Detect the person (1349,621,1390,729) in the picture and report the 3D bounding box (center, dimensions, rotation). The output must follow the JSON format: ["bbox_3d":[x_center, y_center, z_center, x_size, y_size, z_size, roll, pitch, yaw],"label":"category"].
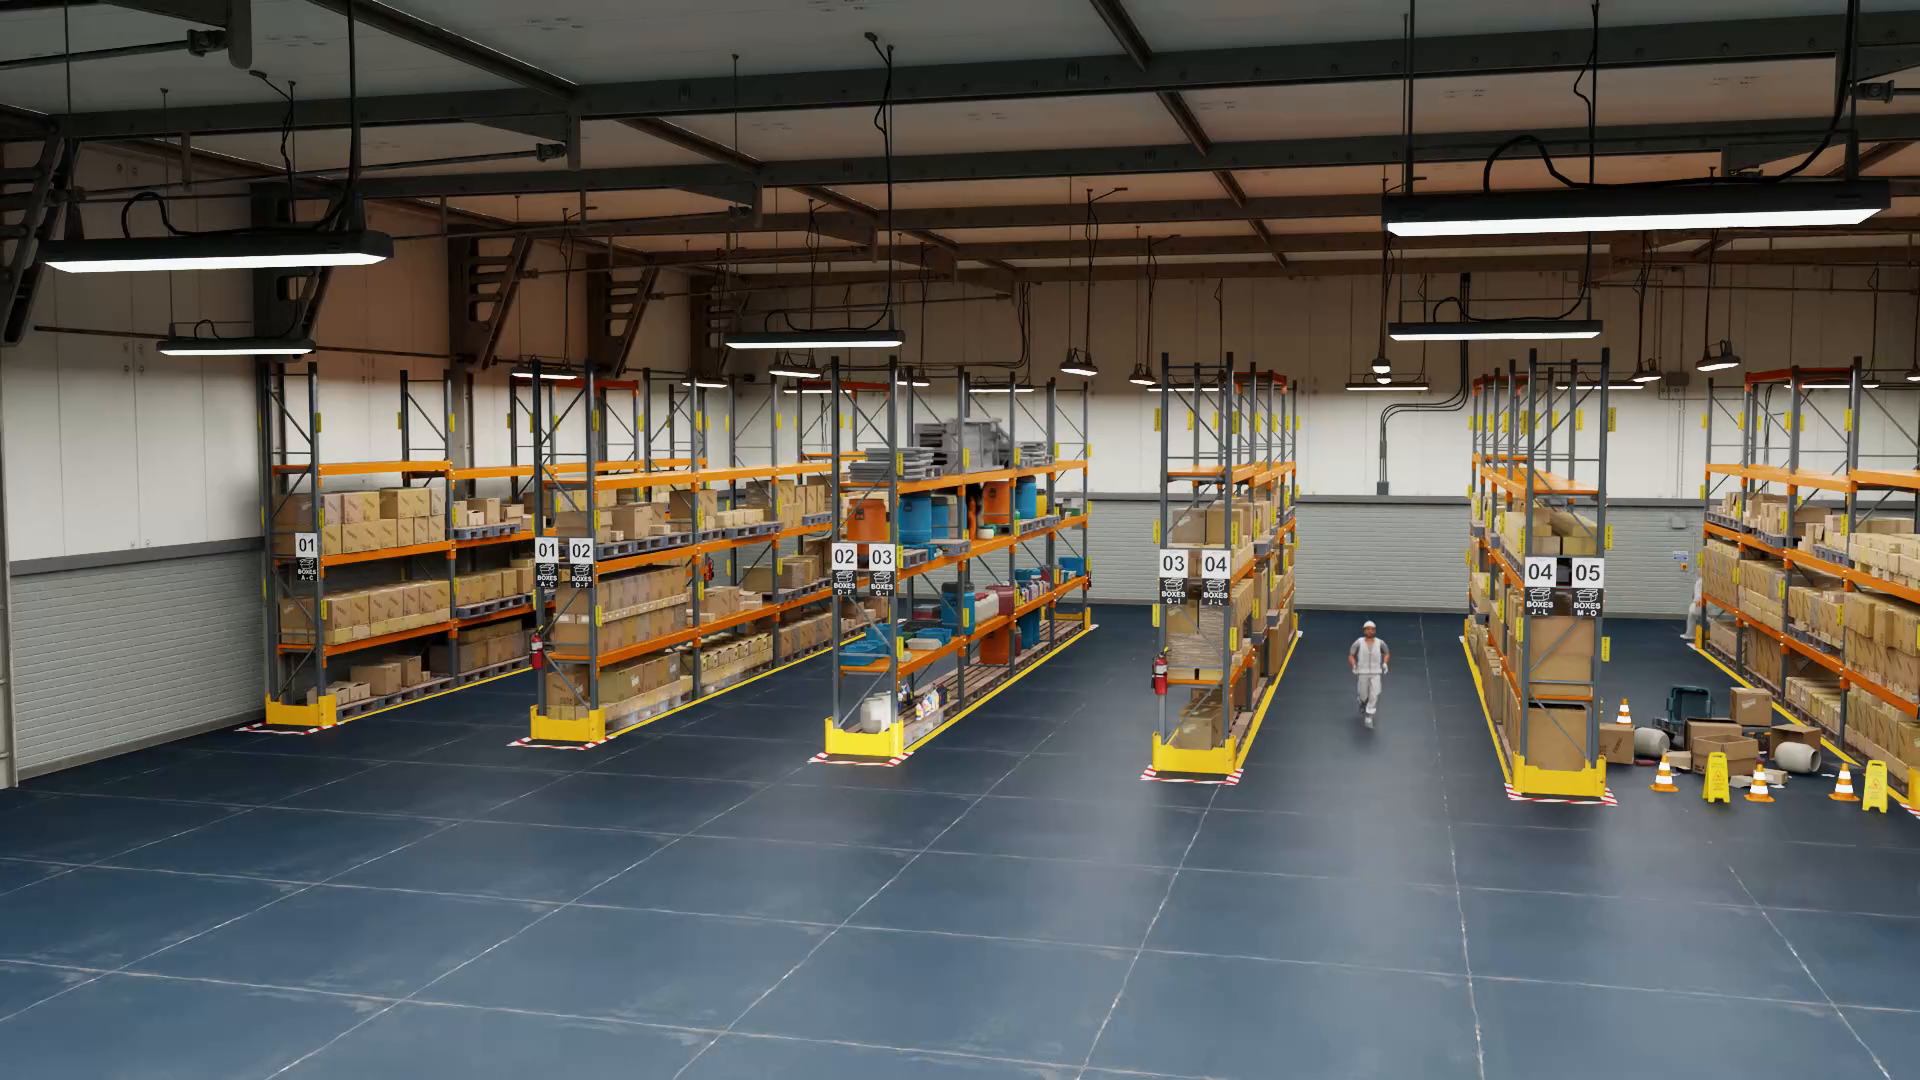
[{"bbox_3d":[6.763,2.209,27.436,0.670,1.740,0.759,1,4,8],"label":"person"}]

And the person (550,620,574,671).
[{"bbox_3d":[-7.274,2.003,30.579,0.638,1.681,0.564,1,4,8],"label":"person"}]

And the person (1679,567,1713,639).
[{"bbox_3d":[17.029,1.449,38.185,0.949,1.724,0.774,2,5,30],"label":"person"}]
